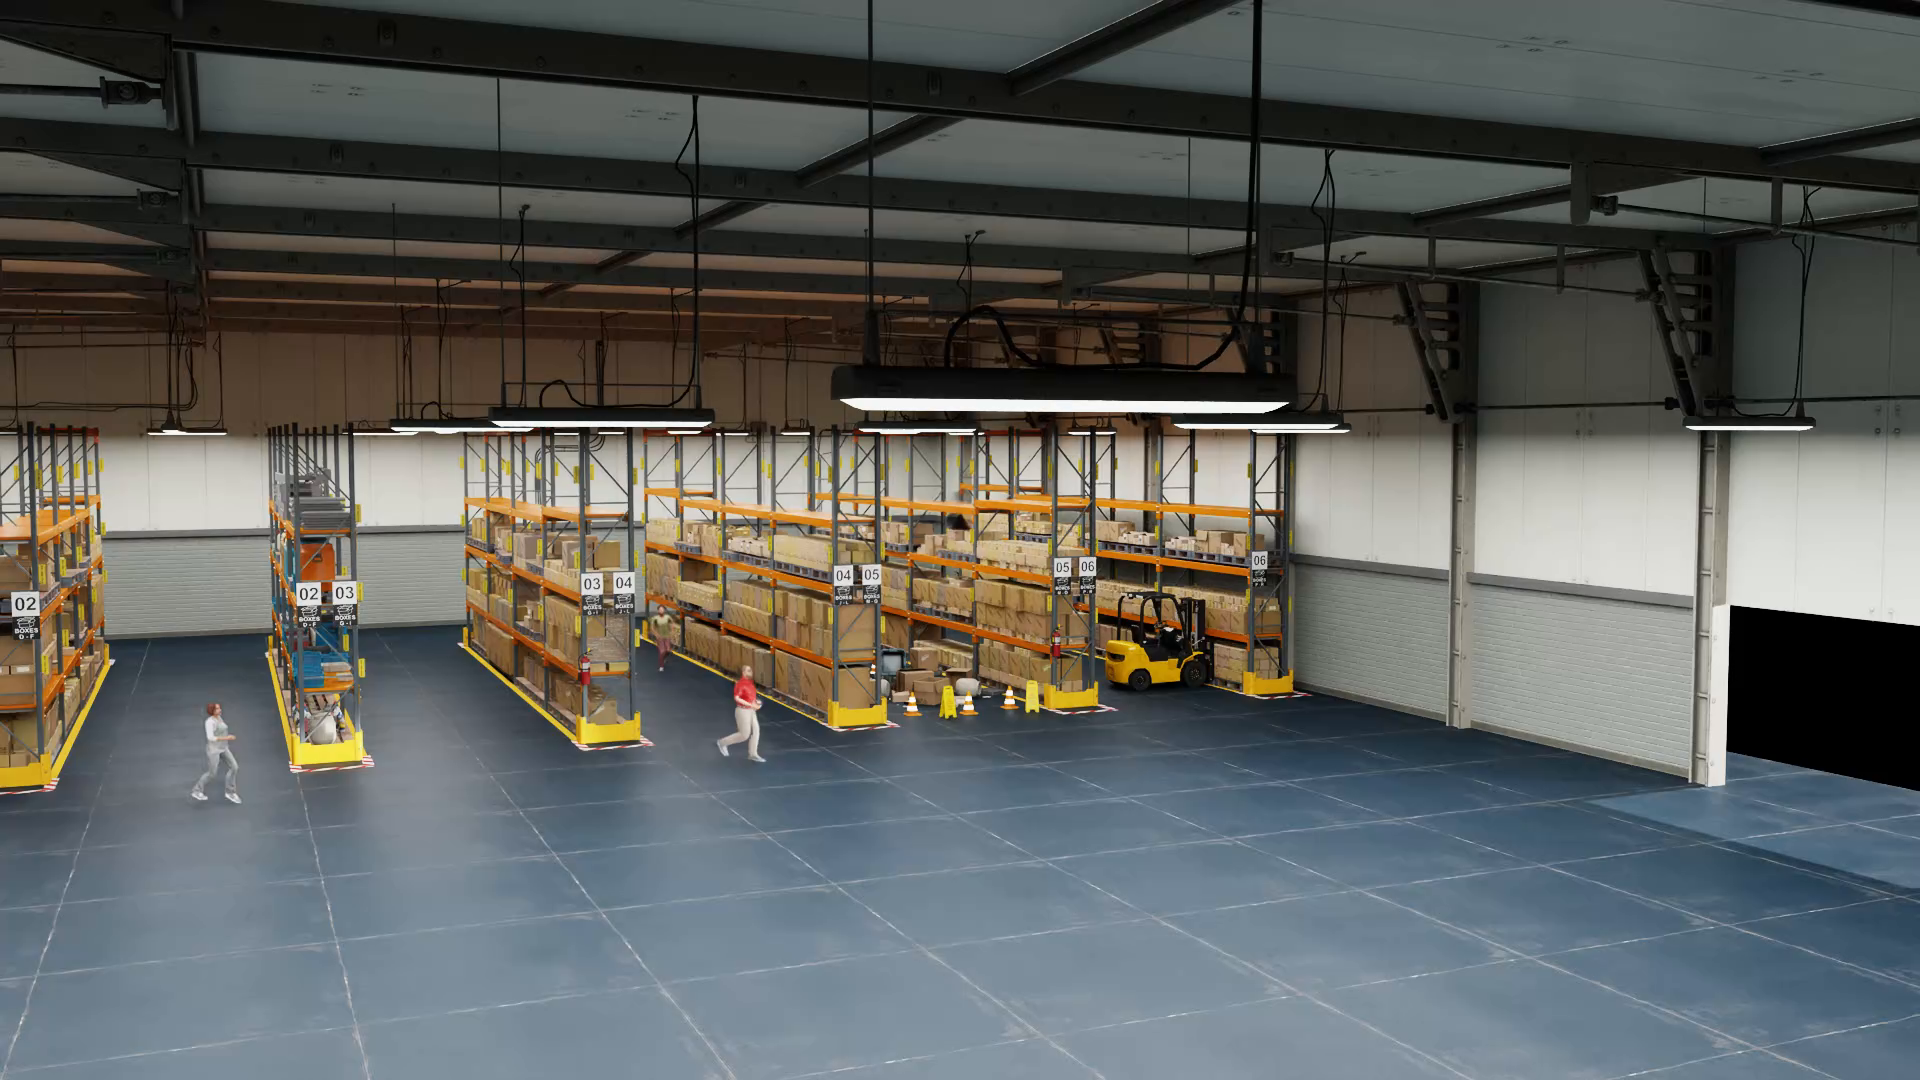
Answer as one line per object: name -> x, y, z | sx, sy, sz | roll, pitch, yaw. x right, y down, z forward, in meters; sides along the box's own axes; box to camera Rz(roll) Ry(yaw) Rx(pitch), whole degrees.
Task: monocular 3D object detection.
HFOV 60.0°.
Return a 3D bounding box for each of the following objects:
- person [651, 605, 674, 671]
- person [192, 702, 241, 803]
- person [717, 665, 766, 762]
person -> -7.338, 2.412, 41.030 | 0.594, 1.630, 0.613 | -1, 4, -19
person -> -11.691, 3.341, 26.118 | 0.733, 1.620, 0.541 | 0, 3, 5
person -> -3.846, 3.080, 29.526 | 0.823, 1.727, 0.670 | 1, 4, 14
